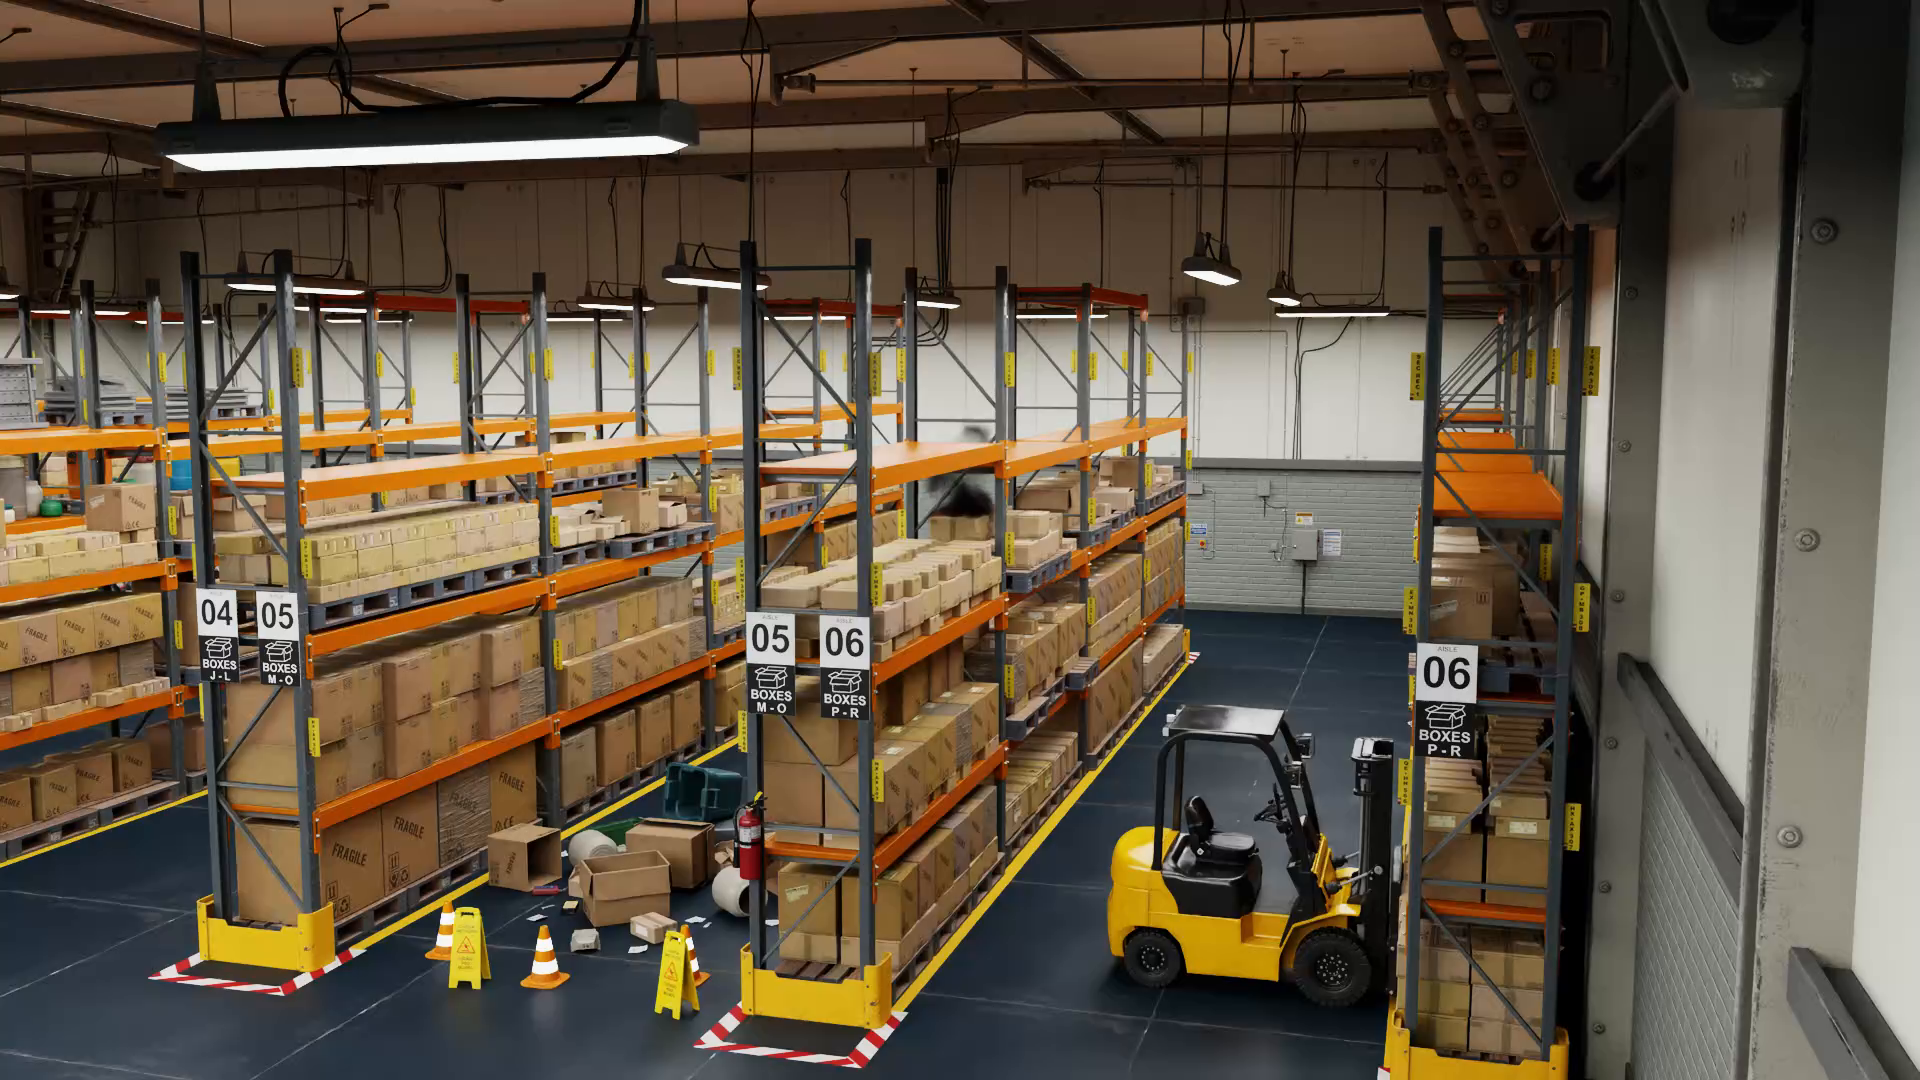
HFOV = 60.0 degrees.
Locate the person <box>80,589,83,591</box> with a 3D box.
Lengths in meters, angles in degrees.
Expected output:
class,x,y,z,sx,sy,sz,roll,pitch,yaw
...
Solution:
class,x,y,z,sx,sy,sz,roll,pitch,yaw
person,-14.957,1.210,27.608,0.680,1.750,0.626,0,6,4
